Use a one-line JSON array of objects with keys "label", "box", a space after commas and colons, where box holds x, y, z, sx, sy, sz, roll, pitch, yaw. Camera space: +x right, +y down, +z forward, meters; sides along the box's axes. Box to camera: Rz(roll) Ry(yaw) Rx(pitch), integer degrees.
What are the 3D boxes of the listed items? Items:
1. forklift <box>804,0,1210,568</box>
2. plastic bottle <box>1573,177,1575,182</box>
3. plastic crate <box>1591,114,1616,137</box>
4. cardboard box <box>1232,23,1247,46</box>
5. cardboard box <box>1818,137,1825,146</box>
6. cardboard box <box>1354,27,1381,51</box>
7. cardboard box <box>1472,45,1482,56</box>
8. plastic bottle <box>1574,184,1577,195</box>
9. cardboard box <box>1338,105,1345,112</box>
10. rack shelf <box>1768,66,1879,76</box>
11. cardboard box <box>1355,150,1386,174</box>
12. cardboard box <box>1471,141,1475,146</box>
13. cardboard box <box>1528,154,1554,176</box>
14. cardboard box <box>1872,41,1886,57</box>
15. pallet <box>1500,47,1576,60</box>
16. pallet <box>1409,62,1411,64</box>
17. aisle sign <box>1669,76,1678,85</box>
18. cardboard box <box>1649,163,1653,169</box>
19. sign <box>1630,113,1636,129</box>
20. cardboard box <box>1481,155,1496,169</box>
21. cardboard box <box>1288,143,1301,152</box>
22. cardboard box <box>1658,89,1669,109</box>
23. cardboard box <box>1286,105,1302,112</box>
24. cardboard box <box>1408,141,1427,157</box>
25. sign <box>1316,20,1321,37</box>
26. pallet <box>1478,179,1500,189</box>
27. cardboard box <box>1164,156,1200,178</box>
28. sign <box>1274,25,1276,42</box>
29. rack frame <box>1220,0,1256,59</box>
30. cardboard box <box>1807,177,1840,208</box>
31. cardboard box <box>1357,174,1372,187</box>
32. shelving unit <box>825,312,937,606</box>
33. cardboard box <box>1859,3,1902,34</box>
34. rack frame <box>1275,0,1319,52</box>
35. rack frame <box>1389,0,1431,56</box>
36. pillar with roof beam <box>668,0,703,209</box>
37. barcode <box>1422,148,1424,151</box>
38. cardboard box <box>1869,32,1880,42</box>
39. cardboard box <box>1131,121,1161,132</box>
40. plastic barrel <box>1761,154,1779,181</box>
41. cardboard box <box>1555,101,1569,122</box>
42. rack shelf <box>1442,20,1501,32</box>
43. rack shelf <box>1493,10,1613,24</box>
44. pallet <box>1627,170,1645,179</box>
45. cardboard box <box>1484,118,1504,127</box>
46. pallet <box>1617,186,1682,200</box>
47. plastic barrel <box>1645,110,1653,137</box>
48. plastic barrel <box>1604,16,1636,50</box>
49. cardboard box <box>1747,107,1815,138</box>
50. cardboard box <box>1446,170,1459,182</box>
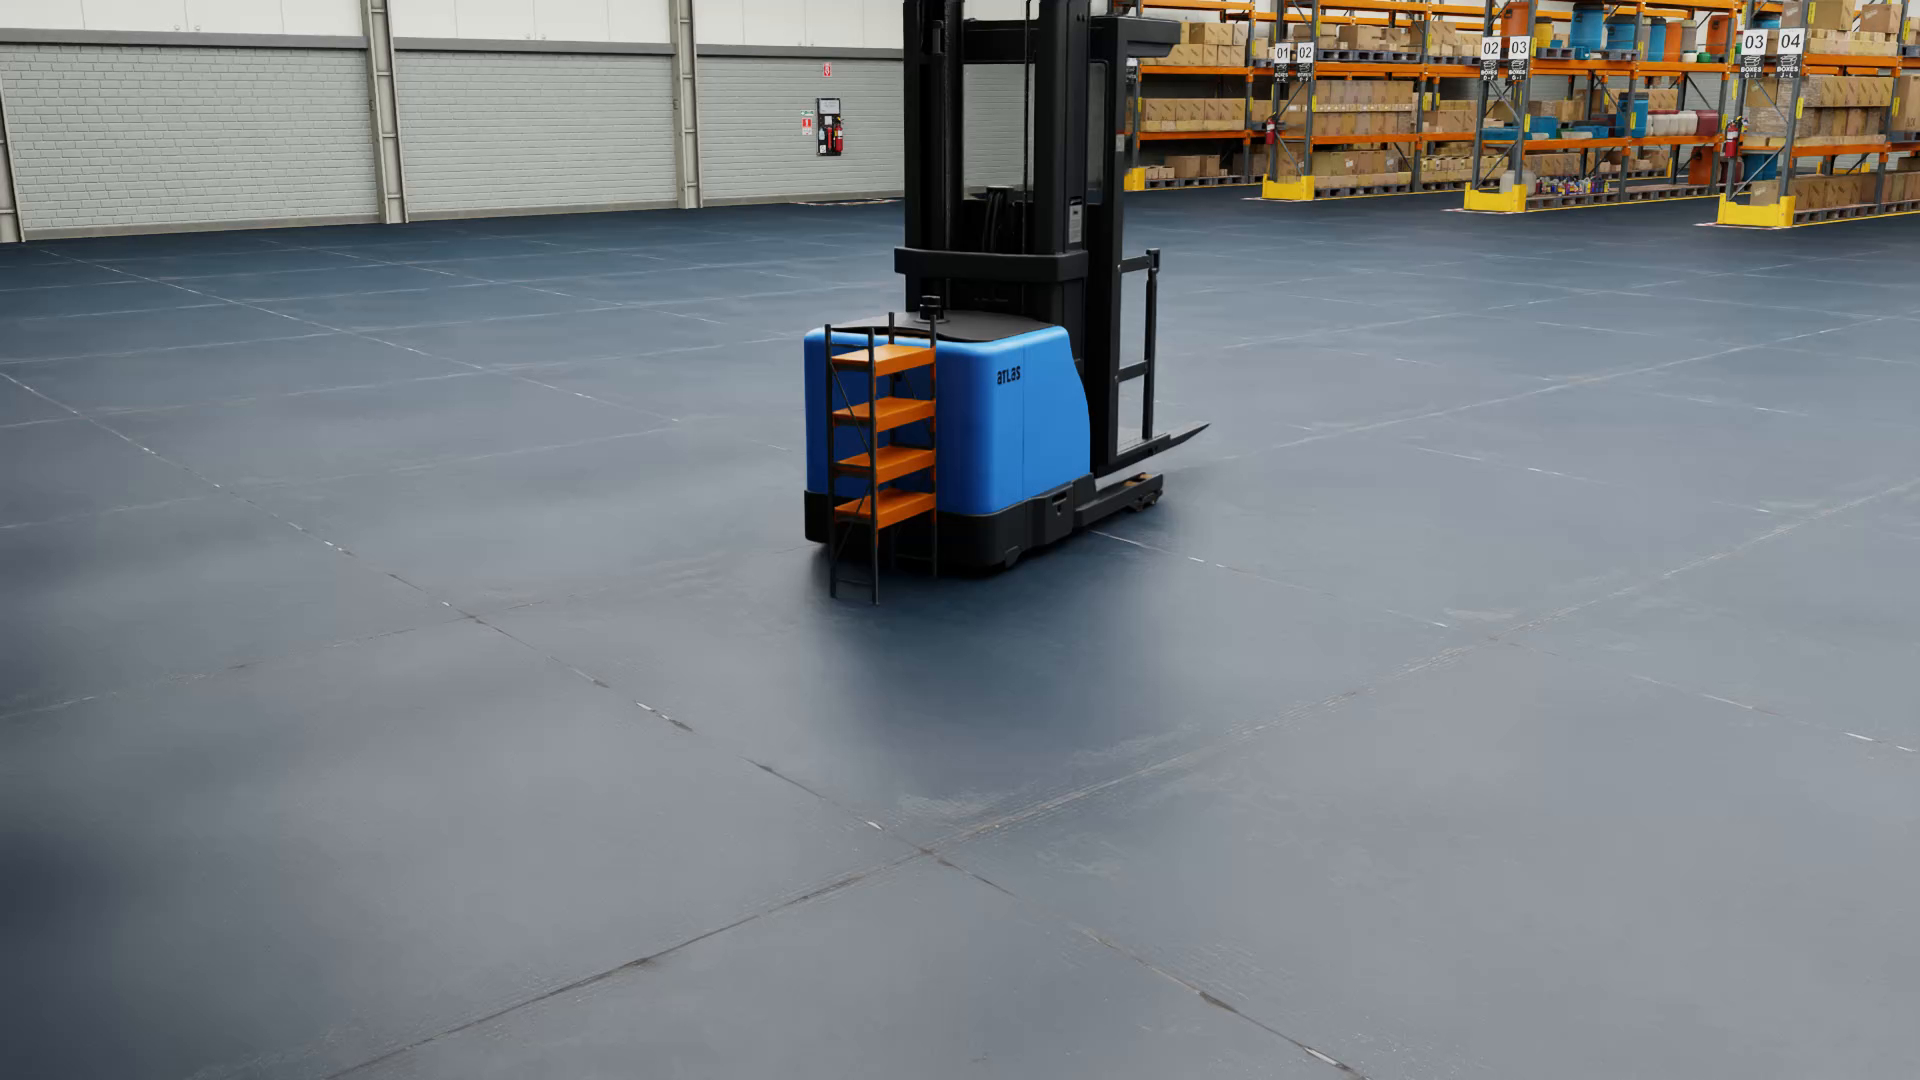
[{"label": "forklift", "box": [0.442, -1.618, 8.626, 1.130, 2.935, 3.031, 9, 17, 30]}, {"label": "plastic bottle", "box": [12.619, -7.329, 34.286, 0.133, 0.283, 0.061, -13, 19, -39]}, {"label": "plastic crate", "box": [13.467, -8.651, 34.699, 0.583, 0.464, 0.402, -13, 19, -39]}, {"label": "cardboard box", "box": [6.599, -12.259, 40.351, 0.500, 0.500, 0.500, 14, 20, 42]}, {"label": "cardboard box", "box": [14.676, -6.882, 28.689, 0.250, 0.149, 0.380, -13, 19, -39]}, {"label": "cardboard box", "box": [8.729, -10.958, 36.365, 0.637, 0.503, 0.797, -10, 18, -33]}, {"label": "cardboard box", "box": [11.944, -11.425, 38.876, 0.500, 0.250, 0.500, -13, 20, -40]}, {"label": "plastic bottle", "box": [12.266, -6.999, 33.211, 0.097, 0.201, 0.097, 0, 15, 0]}, {"label": "cardboard box", "box": [8.052, -9.281, 35.733, 0.250, 0.149, 0.380, -13, 20, -40]}, {"label": "rack shelf", "box": [20.847, -11.274, 40.225, 4.000, 0.370, 1.077, -13, 19, -39]}, {"label": "cardboard box", "box": [9.088, -8.391, 36.912, 0.500, 0.500, 0.500, -13, 19, -39]}, {"label": "cardboard box", "box": [14.782, -11.542, 48.421, 0.250, 0.149, 0.380, -12, 19, -39]}, {"label": "cardboard box", "box": [14.375, -9.321, 41.323, 0.500, 0.500, 0.500, -13, 20, -40]}, {"label": "cardboard box", "box": [15.981, -8.676, 29.397, 0.500, 0.250, 0.500, -12, 19, -38]}, {"label": "pallet", "box": [10.974, -9.280, 31.731, 1.213, 0.211, 1.003, -13, 19, -39]}, {"label": "pallet", "box": [12.175, -12.954, 45.492, 1.217, 0.209, 0.805, -14, 20, -42]}, {"label": "aisle sign", "box": [19.359, -12.684, 44.885, 0.004, 0.787, 0.394, -13, 19, -39]}, {"label": "cardboard box", "box": [18.493, -10.128, 44.993, 0.250, 0.166, 0.380, -13, 19, -39]}, {"label": "sign", "box": [13.656, -8.503, 33.734, 0.005, 0.325, 0.100, -13, 19, -39]}, {"label": "cardboard box", "box": [12.450, -9.040, 39.709, 0.500, 0.311, 0.500, -13, 20, -40]}, {"label": "cardboard box", "box": [8.452, -10.147, 42.963, 0.500, 0.250, 0.500, -13, 20, -40]}, {"label": "cardboard box", "box": [18.571, -11.793, 44.455, 0.500, 0.500, 0.500, -12, 19, -38]}, {"label": "cardboard box", "box": [7.200, -9.229, 35.538, 0.250, 0.149, 0.380, -13, 20, -40]}, {"label": "cardboard box", "box": [12.429, -10.791, 46.188, 0.750, 0.750, 0.750, -12, 19, -39]}, {"label": "sign", "box": [7.396, -10.566, 34.335, 0.005, 0.325, 0.100, -13, 19, -39]}, {"label": "pallet", "box": [12.425, -8.642, 40.193, 1.213, 0.211, 1.003, -13, 19, -39]}, {"label": "cardboard box", "box": [5.379, -9.045, 40.290, 0.500, 0.500, 0.700, -14, 21, -43]}, {"label": "sign", "box": [6.691, -10.712, 35.166, 0.005, 0.325, 0.100, -13, 19, -39]}, {"label": "rack frame", "box": [6.799, -13.305, 40.624, 0.127, 3.000, 1.000, -13, 19, -39]}, {"label": "cardboard box", "box": [15.382, -6.230, 29.792, 0.500, 0.500, 0.500, 14, 20, 42]}, {"label": "cardboard box", "box": [8.720, -7.941, 36.682, 0.500, 0.250, 0.500, -13, 19, -39]}, {"label": "shelving unit", "box": [-0.337, -0.366, 7.296, 0.258, 1.200, 0.503, 9, 17, 30]}, {"label": "cardboard box", "box": [16.382, -9.271, 29.593, 0.500, 0.500, 0.500, -13, 20, -41]}, {"label": "rack frame", "box": [7.036, -11.664, 34.479, 0.127, 3.000, 1.000, -13, 19, -39]}, {"label": "rack frame", "box": [10.054, -12.341, 37.016, 0.127, 3.000, 1.000, -13, 19, -39]}, {"label": "pillar with roof beam", "box": [-2.484, -10.044, 28.413, 0.400, 9.000, 9.100, -13, 19, -39]}, {"label": "barcode", "box": [10.520, -8.874, 37.790, 0.075, 0.075, 0.001, -13, 19, -39]}, {"label": "cardboard box", "box": [15.913, -8.833, 29.213, 0.250, 0.149, 0.380, -13, 20, -41]}, {"label": "cardboard box", "box": [4.358, -9.687, 38.956, 0.500, 0.250, 0.500, -13, 20, -41]}, {"label": "plastic barrel", "box": [18.916, -8.934, 39.135, 0.708, 0.901, 0.600, -13, 19, -39]}, {"label": "cardboard box", "box": [14.797, -10.738, 41.631, 0.700, 0.500, 0.500, 10, 18, 33]}, {"label": "rack shelf", "box": [14.343, -14.458, 47.110, 4.000, 0.370, 1.077, -13, 19, -39]}, {"label": "rack shelf", "box": [14.580, -12.817, 40.965, 4.000, 0.370, 1.077, -13, 19, -39]}, {"label": "pallet", "box": [17.529, -9.775, 44.436, 1.213, 0.211, 1.003, -13, 19, -39]}, {"label": "cardboard box", "box": [12.768, -10.024, 40.139, 0.500, 0.311, 0.500, -11, 19, -36]}, {"label": "pallet", "box": [14.790, -7.479, 35.841, 1.213, 0.211, 1.003, -13, 19, -39]}, {"label": "plastic barrel", "box": [14.168, -8.663, 34.607, 0.433, 0.535, 0.433, 0, 15, 0]}, {"label": "plastic barrel", "box": [13.544, -10.298, 34.206, 0.708, 0.901, 0.600, -13, 19, -39]}, {"label": "cardboard box", "box": [13.969, -7.116, 28.308, 0.500, 0.500, 0.875, -13, 19, -39]}, {"label": "cardboard box", "box": [11.296, -8.512, 38.819, 0.500, 0.250, 0.500, -13, 20, -41]}]
